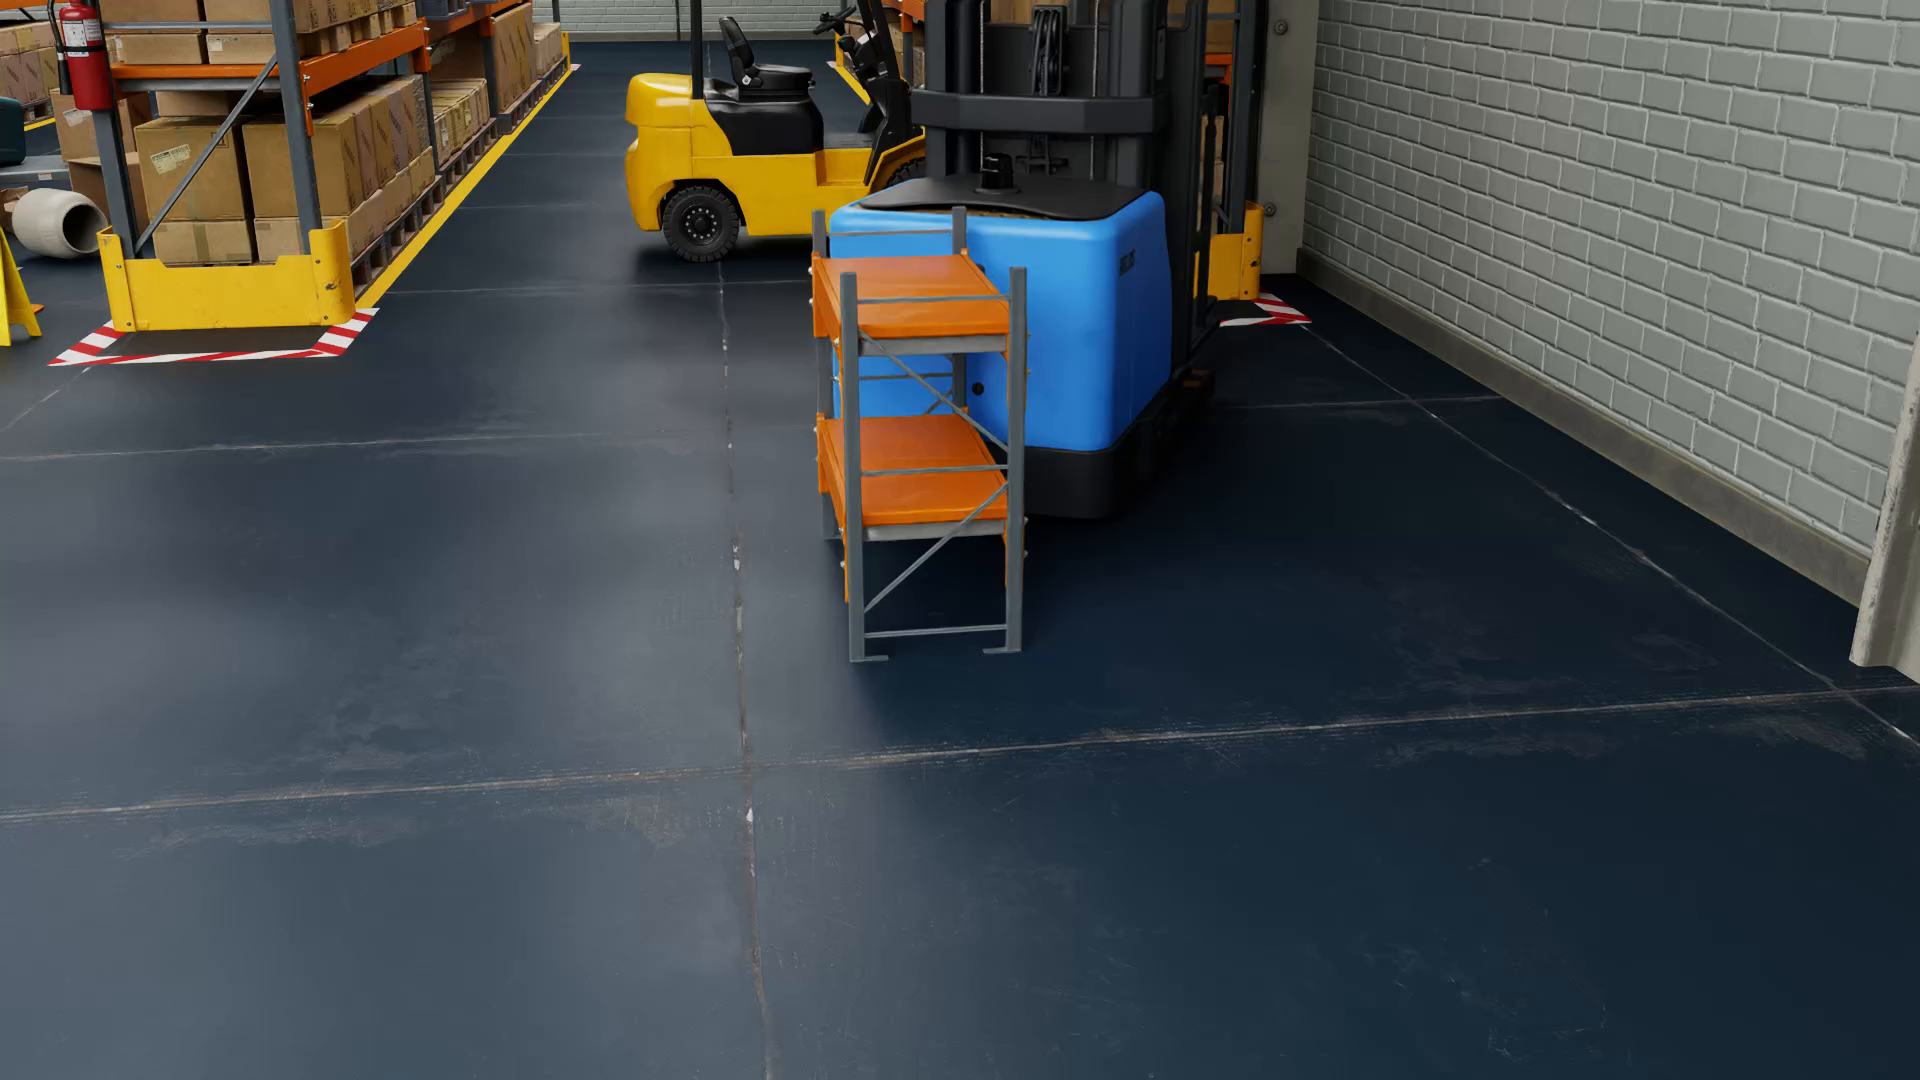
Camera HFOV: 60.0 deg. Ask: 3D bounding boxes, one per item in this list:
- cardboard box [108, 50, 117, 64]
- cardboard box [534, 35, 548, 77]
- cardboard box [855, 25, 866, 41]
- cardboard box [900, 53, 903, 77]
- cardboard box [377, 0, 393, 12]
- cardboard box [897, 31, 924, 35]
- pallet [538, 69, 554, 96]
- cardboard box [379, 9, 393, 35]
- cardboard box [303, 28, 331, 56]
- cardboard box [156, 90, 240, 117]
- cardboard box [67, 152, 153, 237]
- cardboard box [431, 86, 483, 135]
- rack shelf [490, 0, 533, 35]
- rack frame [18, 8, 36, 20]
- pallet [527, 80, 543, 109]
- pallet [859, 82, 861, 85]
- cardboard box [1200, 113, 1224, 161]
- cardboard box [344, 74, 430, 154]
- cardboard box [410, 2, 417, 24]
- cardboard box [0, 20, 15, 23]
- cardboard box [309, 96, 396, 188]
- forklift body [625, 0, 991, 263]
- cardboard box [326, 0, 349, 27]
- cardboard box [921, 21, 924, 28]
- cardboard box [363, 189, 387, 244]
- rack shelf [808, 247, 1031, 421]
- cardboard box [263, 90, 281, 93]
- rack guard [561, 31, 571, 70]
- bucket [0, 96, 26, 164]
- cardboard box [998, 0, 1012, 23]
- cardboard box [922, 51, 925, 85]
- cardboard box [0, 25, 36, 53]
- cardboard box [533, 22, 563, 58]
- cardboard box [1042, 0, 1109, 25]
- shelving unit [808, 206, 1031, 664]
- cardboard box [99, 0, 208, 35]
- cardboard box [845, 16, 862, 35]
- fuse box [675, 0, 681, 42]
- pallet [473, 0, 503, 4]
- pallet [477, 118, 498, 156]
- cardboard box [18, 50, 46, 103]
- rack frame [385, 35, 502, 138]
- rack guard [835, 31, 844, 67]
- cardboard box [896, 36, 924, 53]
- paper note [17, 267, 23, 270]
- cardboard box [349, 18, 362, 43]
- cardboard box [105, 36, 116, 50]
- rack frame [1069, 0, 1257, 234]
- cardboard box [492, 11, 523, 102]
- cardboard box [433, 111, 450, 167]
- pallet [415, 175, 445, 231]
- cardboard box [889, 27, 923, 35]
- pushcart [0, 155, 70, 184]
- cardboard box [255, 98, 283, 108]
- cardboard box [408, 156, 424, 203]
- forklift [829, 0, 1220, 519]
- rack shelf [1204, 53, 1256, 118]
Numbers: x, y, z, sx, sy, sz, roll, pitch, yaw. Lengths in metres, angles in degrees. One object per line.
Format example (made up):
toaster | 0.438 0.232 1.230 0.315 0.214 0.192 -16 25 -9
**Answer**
cardboard box | -10.406 -5.813 20.043 0.380 0.149 0.250 -4 21 -11
cardboard box | -5.538 -5.916 20.330 0.875 0.438 0.875 -3 21 -9
cardboard box | -0.991 -6.485 21.764 0.700 0.500 0.500 -4 21 -10
cardboard box | -0.340 -4.725 17.051 0.500 0.500 0.500 -2 21 -6
cardboard box | -3.930 -3.614 10.538 0.500 0.500 0.500 -2 21 -6
cardboard box | -0.482 -5.417 17.979 0.380 0.149 0.250 -3 21 -9
pallet | -5.586 -5.657 20.562 1.003 0.211 1.213 -3 21 -8
cardboard box | -3.903 -3.361 10.788 0.380 0.149 0.250 -3 21 -9
cardboard box | -3.677 -2.735 9.110 0.380 0.149 0.250 -4 21 -9
cardboard box | -4.317 -2.494 9.436 0.380 0.149 0.250 -2 21 -6
cardboard box | -5.593 -2.317 11.202 0.500 0.500 0.500 12 24 29
cardboard box | -4.792 -3.826 14.829 0.950 0.372 0.625 -3 21 -9
rack shelf | -5.266 -5.667 17.630 1.077 0.370 4.000 -3 21 -8
rack frame | -10.438 -6.412 18.596 1.000 3.000 0.127 -3 21 -8
pallet | -5.368 -5.127 19.141 1.003 0.211 1.213 -3 21 -8
pallet | -0.741 -5.880 21.157 1.003 0.211 1.213 -3 21 -8
cardboard box | 1.205 -2.346 9.612 0.500 0.250 0.500 -3 21 -9
cardboard box | -4.050 -2.995 11.707 0.500 0.500 0.500 -3 21 -9
cardboard box | -4.053 -3.713 11.730 0.380 0.149 0.250 -3 21 -8
cardboard box | -10.593 -5.520 18.108 0.500 0.250 0.500 -4 21 -10
cardboard box | -3.815 -2.458 10.268 0.500 0.500 0.500 -3 21 -7
forklift body | -0.992 -2.960 10.568 2.313 2.155 1.214 -3 21 -8
cardboard box | -3.696 -3.085 9.121 0.500 0.500 0.500 -2 21 -6
cardboard box | -0.261 -6.074 19.737 0.380 0.149 0.250 -3 21 -8
cardboard box | -3.733 -1.921 9.901 0.500 0.250 0.500 -2 21 -6
rack shelf | -0.149 -0.641 4.989 0.538 0.278 1.000 -3 21 -8
cardboard box | -4.507 -2.955 10.673 0.380 0.149 0.250 -2 21 -5
rack guard | -6.134 -6.919 23.526 1.175 0.500 0.348 -3 21 -8
bucket | -6.984 -2.890 11.672 0.726 0.611 0.620 4 11 11
cardboard box | 0.533 -3.528 10.733 0.500 0.500 0.500 -3 21 -7
cardboard box | 0.112 -4.205 15.482 0.875 0.625 0.625 -2 21 -6
cardboard box | -9.929 -5.183 17.206 0.500 0.250 0.500 -4 21 -10
cardboard box | -5.937 -6.854 22.843 0.875 0.438 0.875 -4 21 -10
cardboard box | 0.756 -2.997 9.311 0.500 0.500 0.500 -3 21 -9
shelving unit | -0.149 -0.367 5.091 0.538 1.125 1.048 -3 21 -8
cardboard box | -4.175 -2.902 8.631 0.500 0.500 0.500 -3 21 -9
cardboard box | -1.225 -7.144 23.524 0.797 0.503 0.637 -4 21 -10
fuse box | -4.867 -9.484 28.664 0.539 1.711 0.414 -3 21 -8
pallet | -4.769 -4.980 15.038 1.213 0.211 1.003 -3 21 -8
pallet | -4.866 -3.735 15.414 1.003 0.211 1.213 -3 21 -8
cardboard box | -9.939 -4.839 17.357 0.500 0.500 0.500 -3 21 -9
rack frame | -4.977 -5.312 15.651 1.000 3.000 0.127 -3 21 -8
rack guard | -1.208 -7.136 24.107 1.175 0.500 0.348 -3 21 -8
cardboard box | -0.458 -5.144 17.247 0.380 0.149 0.250 -4 21 -11
paper note | -5.732 -1.645 10.107 0.032 0.001 0.123 -3 21 -8
cardboard box | -3.845 -3.094 10.072 0.380 0.149 0.250 -3 21 -9
cardboard box | -10.365 -6.046 20.242 0.380 0.149 0.250 -2 21 -7
rack frame | 1.087 -2.793 8.908 1.000 3.000 0.127 -3 21 -8
cardboard box | -5.119 -5.065 17.428 0.875 0.875 0.875 -3 21 -7
cardboard box | -4.479 -3.074 12.815 0.950 0.372 0.625 -3 21 -7
pallet | -4.269 -2.390 11.813 1.003 0.211 1.213 -3 21 -8
cardboard box | -0.604 -5.691 18.712 0.380 0.149 0.250 -2 21 -6
pushcart | -6.650 -2.566 12.047 1.648 0.377 0.936 -11 23 -26
cardboard box | -4.342 -2.422 10.170 0.500 0.500 0.500 -3 21 -9
cardboard box | -3.963 -2.460 11.346 0.500 0.250 0.500 -3 21 -9
forklift | 0.485 -1.927 6.686 1.130 2.935 3.031 7 21 17
rack shelf | 0.799 -3.149 10.888 1.077 0.370 4.000 -3 21 -8
